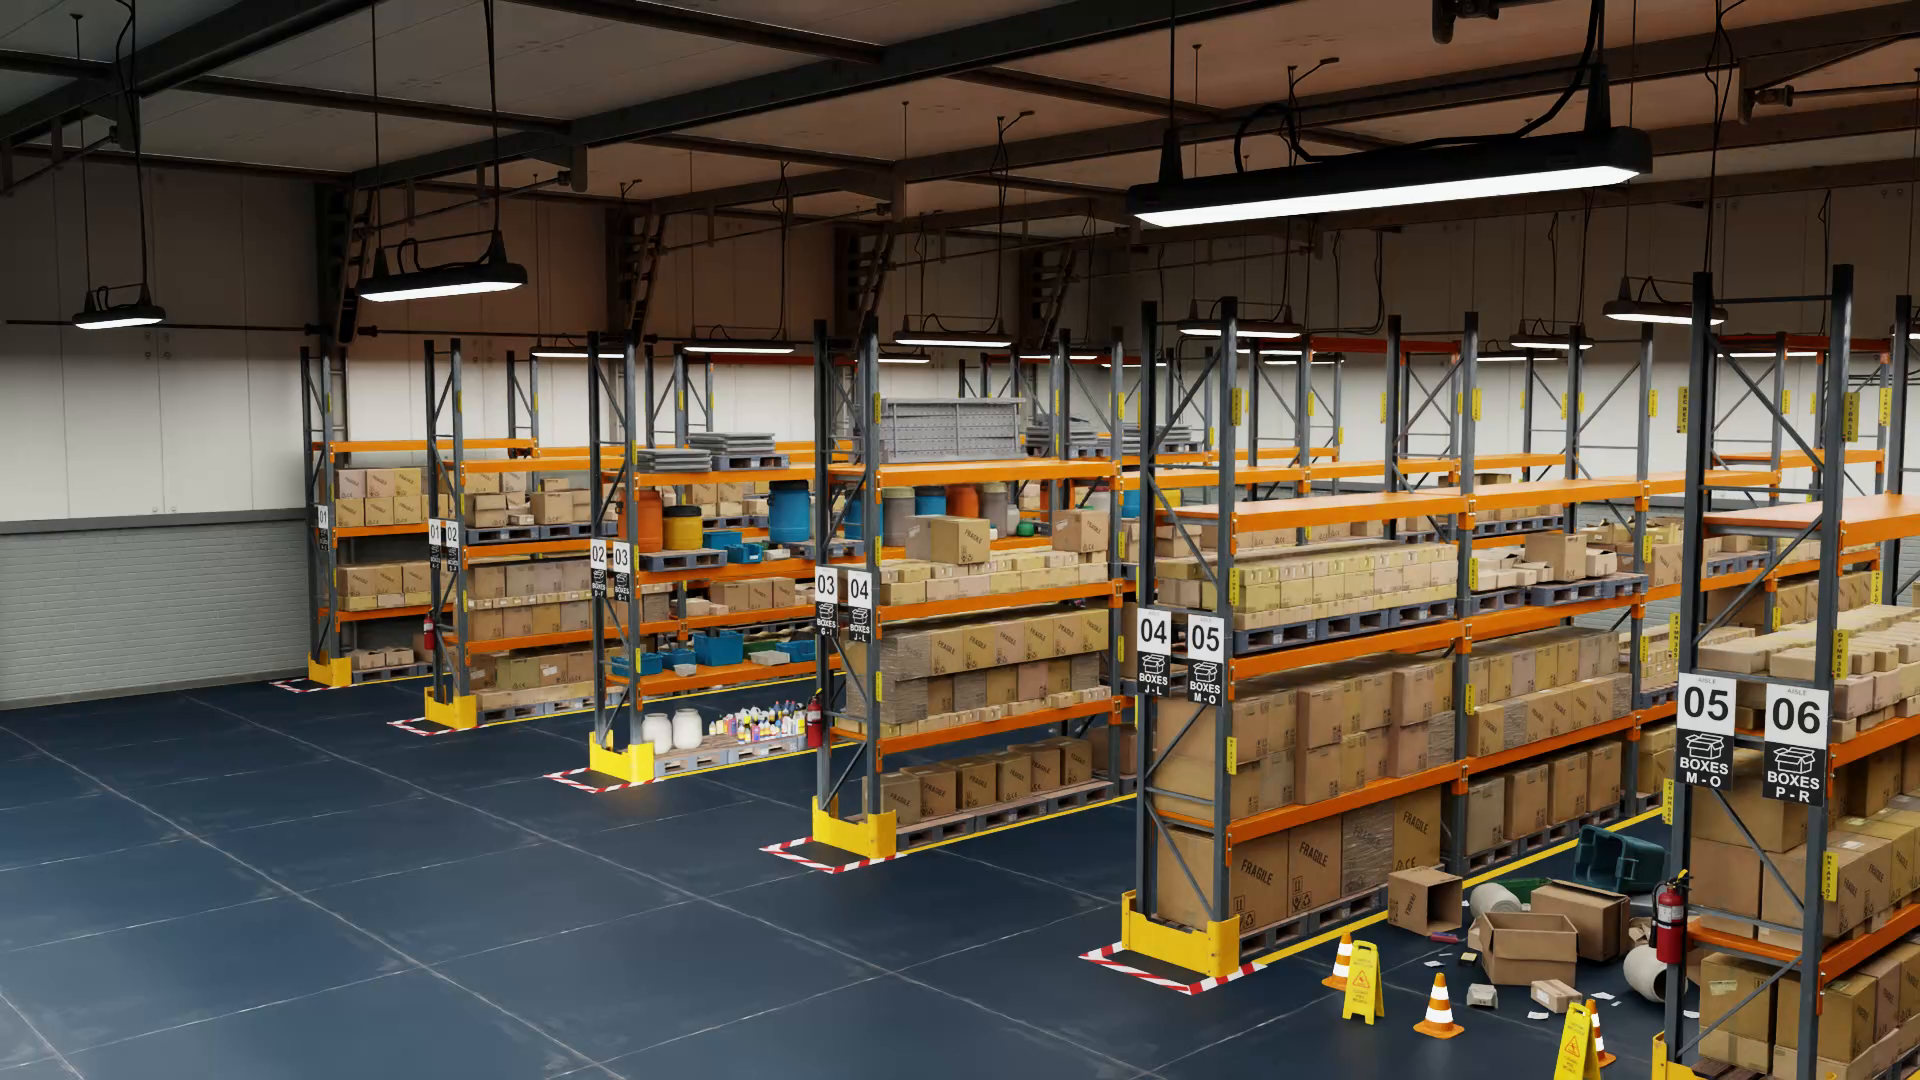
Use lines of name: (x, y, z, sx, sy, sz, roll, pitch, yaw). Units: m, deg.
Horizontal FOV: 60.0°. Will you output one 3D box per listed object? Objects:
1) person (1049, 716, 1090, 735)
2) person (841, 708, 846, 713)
person: (1.624, 2.133, 24.982, 1.041, 1.620, 0.498, -4, 6, -38)
person: (-1.590, 2.001, 26.587, 0.561, 1.641, 0.758, -2, 6, -26)
